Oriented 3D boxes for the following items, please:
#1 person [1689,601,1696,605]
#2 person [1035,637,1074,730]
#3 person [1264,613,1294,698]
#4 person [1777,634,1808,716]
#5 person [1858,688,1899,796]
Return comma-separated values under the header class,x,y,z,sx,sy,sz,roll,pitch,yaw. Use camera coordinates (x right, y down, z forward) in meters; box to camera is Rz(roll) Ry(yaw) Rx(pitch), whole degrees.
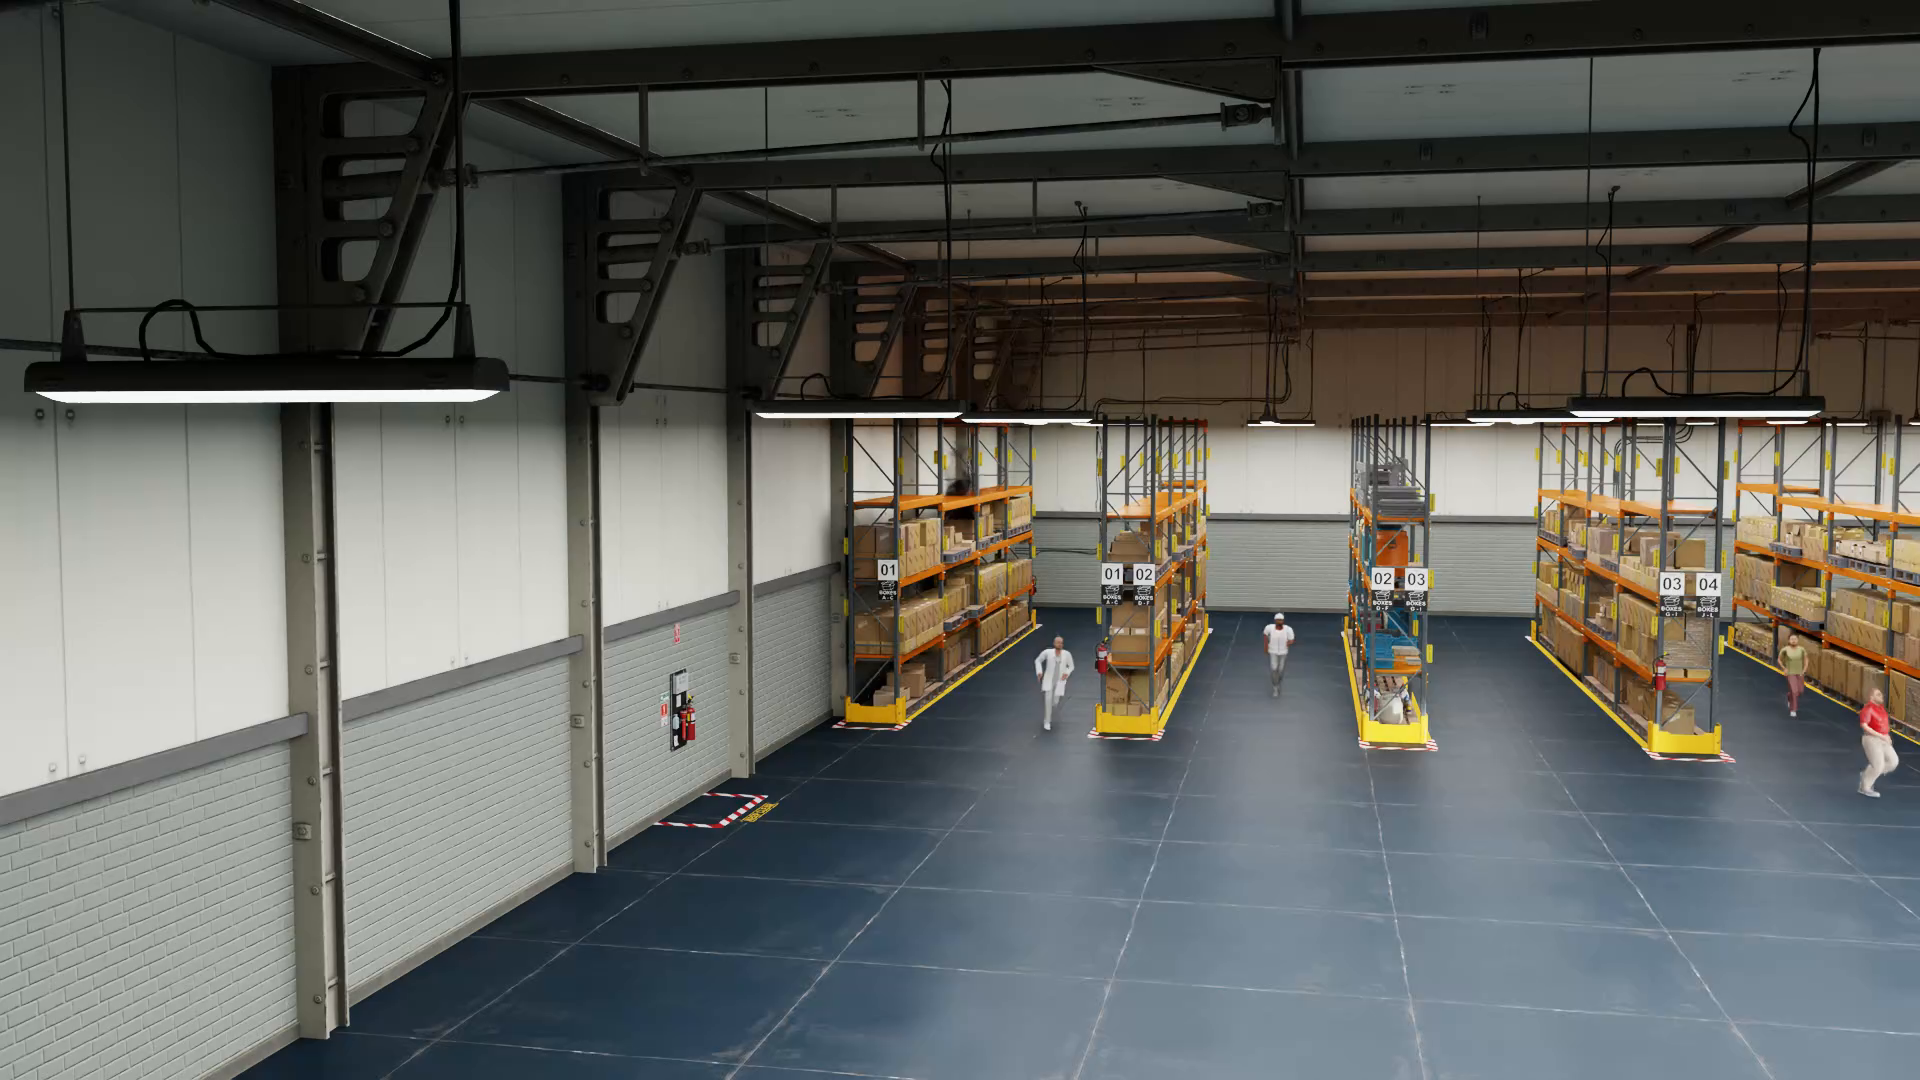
class,x,y,z,sx,sy,sz,roll,pitch,yaw
person,19.089,1.995,43.703,0.498,1.518,0.827,2,4,22
person,1.823,2.742,32.071,0.754,1.764,0.846,0,4,-5
person,6.878,2.462,35.852,0.616,1.806,0.893,0,4,2
person,16.715,2.692,33.378,0.577,1.642,0.580,1,4,12
person,14.317,3.157,25.934,0.647,1.686,0.521,-3,5,-38
